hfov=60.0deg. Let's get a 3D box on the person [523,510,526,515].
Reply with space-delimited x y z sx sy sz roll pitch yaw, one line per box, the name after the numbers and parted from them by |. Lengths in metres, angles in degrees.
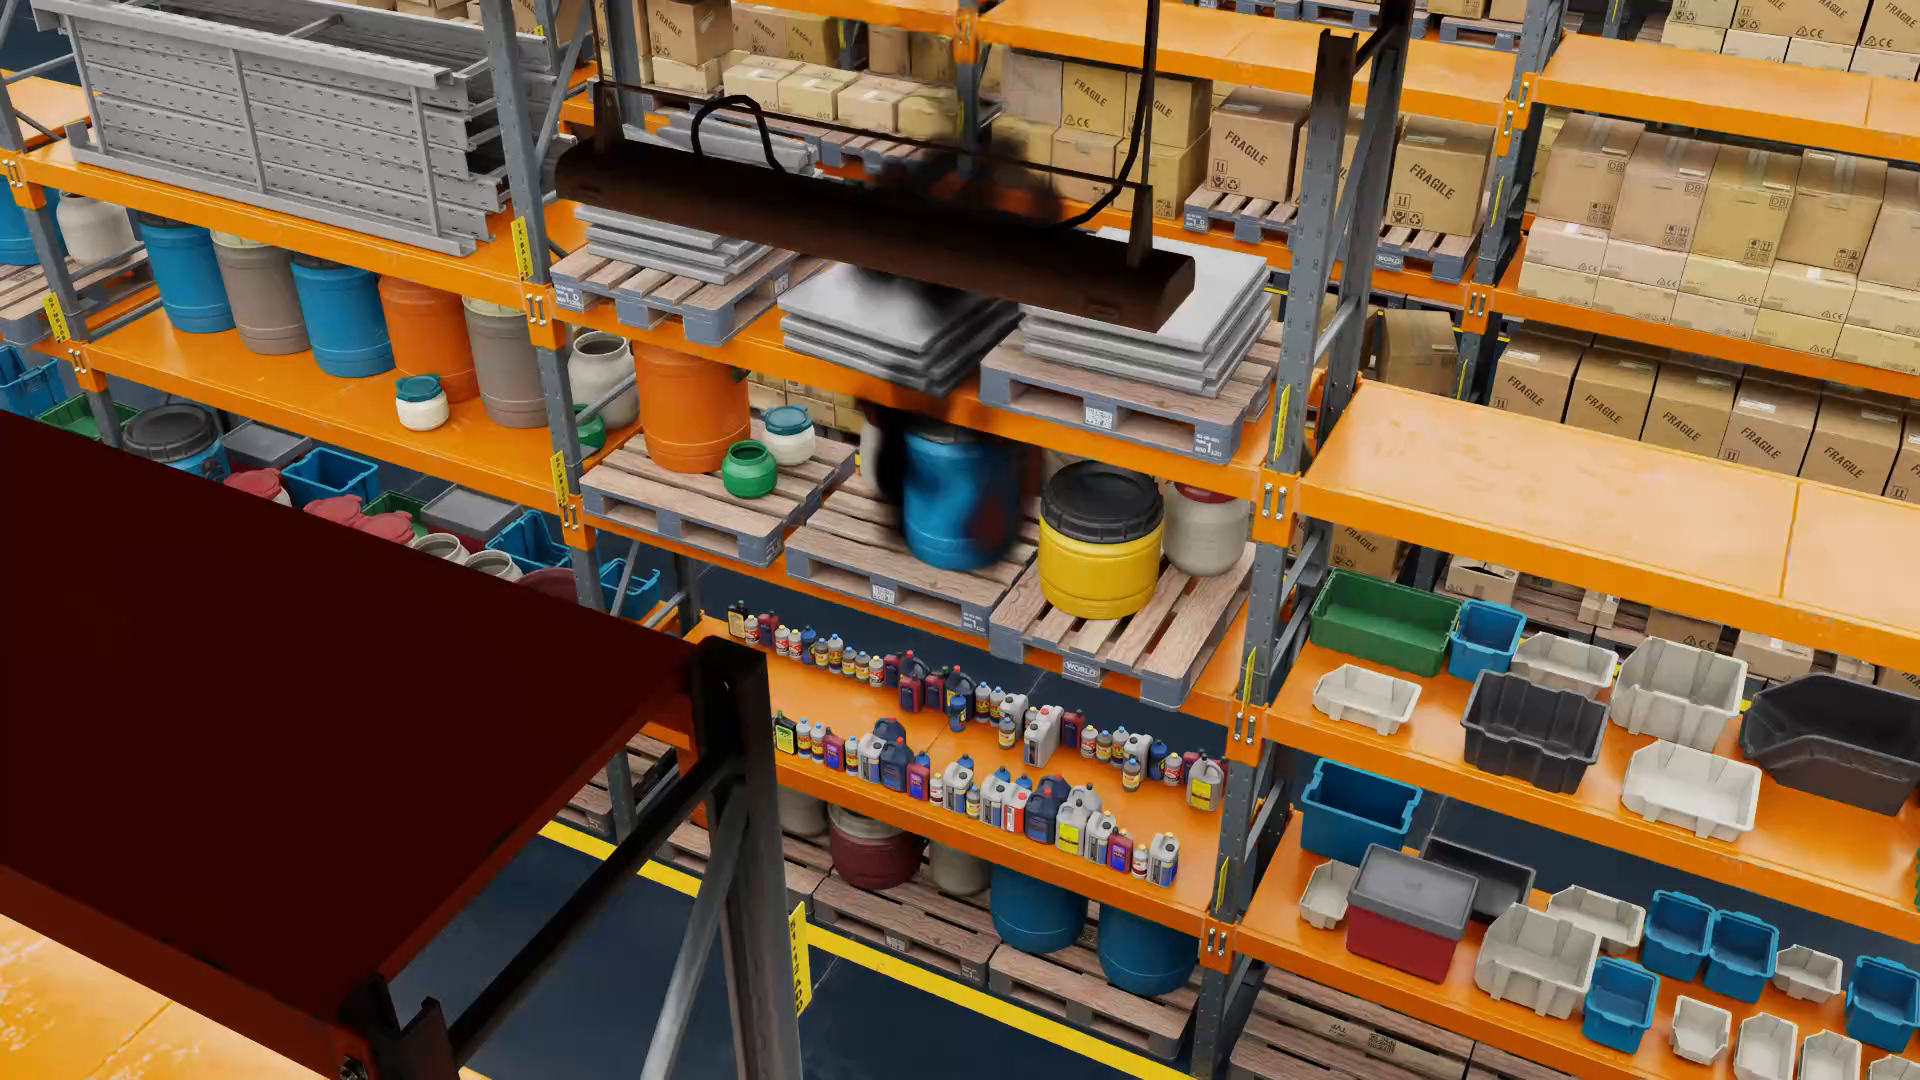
-3.830 -0.710 13.477 0.749 1.613 0.584 12 37 17 | person
